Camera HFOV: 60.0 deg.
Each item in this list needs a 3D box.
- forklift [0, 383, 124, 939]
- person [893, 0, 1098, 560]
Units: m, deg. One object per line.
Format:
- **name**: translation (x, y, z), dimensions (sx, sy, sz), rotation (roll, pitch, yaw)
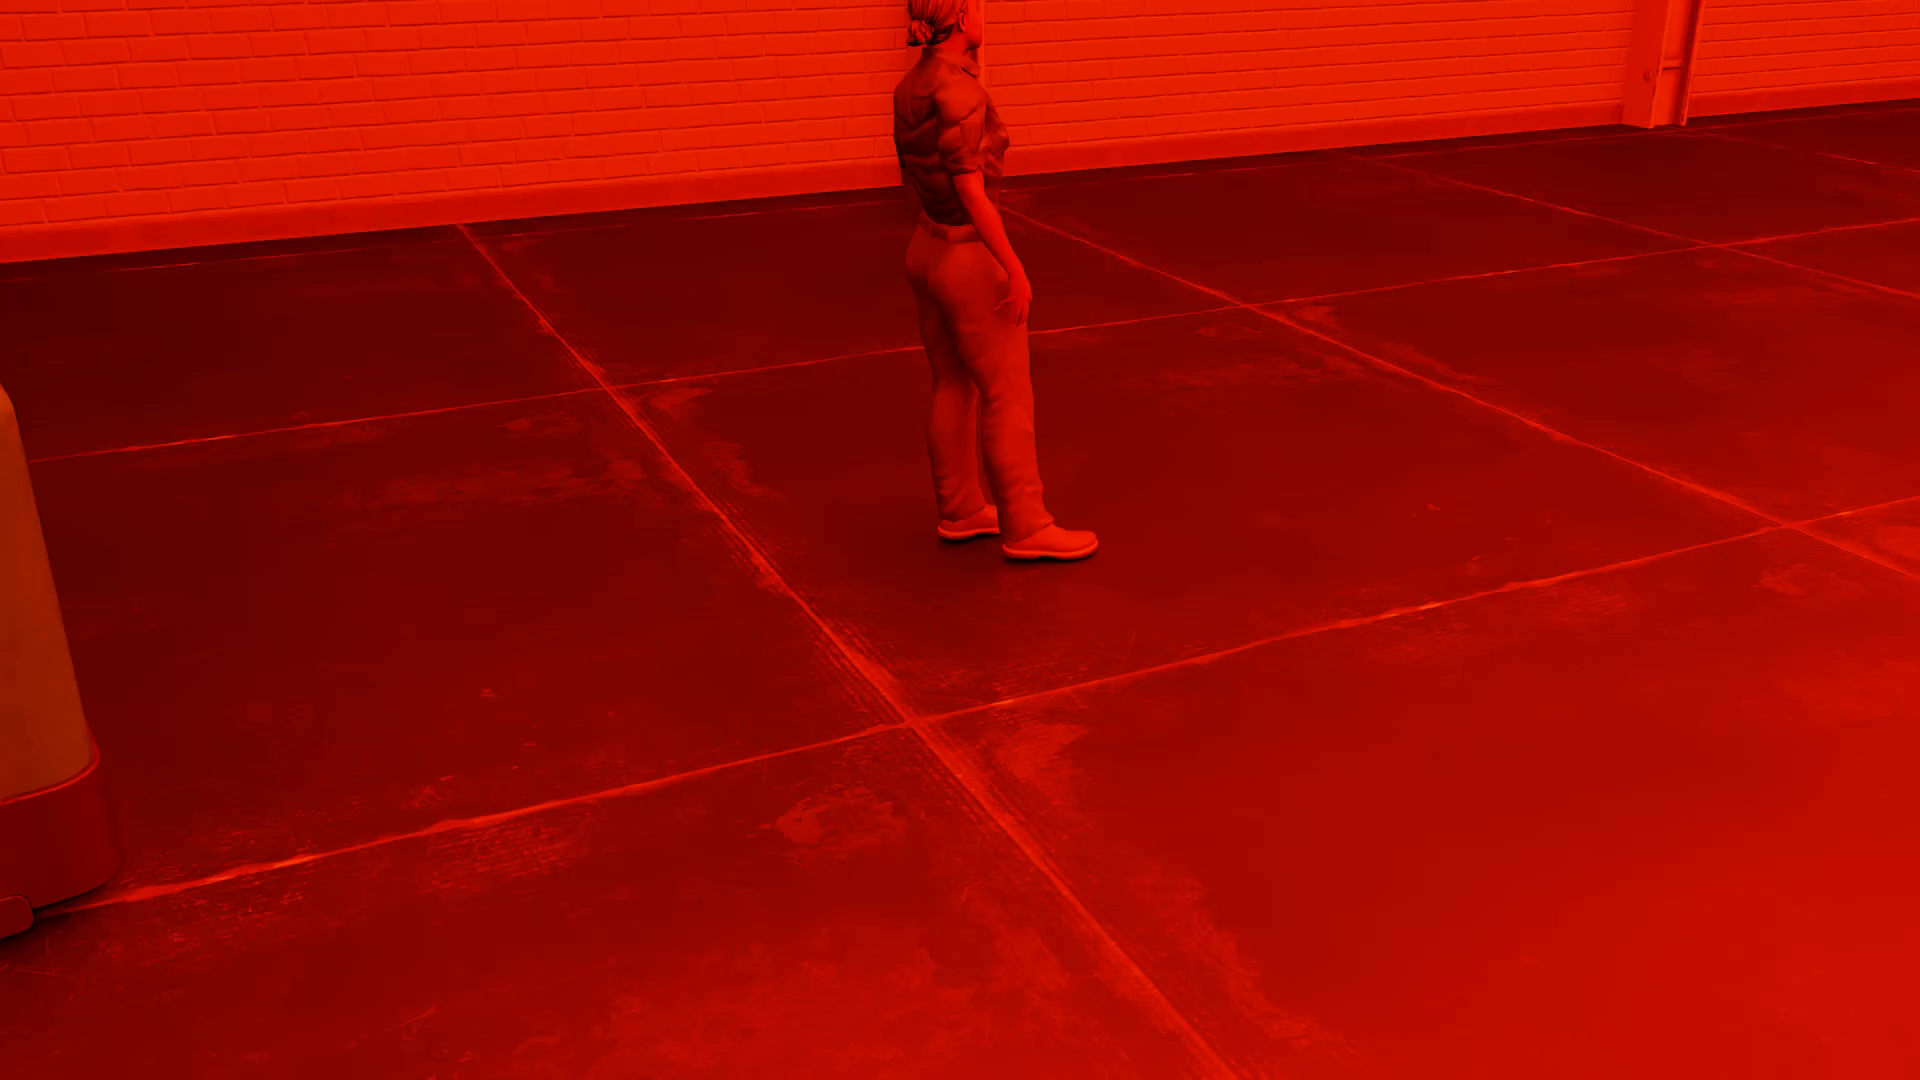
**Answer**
- **forklift**: translation (-3.181, -0.445, 2.357), dimensions (3.031, 2.935, 1.130), rotation (-15, 27, -32)
- **person**: translation (0.088, -0.778, 4.804), dimensions (0.504, 1.654, 0.569), rotation (-10, 25, -23)
